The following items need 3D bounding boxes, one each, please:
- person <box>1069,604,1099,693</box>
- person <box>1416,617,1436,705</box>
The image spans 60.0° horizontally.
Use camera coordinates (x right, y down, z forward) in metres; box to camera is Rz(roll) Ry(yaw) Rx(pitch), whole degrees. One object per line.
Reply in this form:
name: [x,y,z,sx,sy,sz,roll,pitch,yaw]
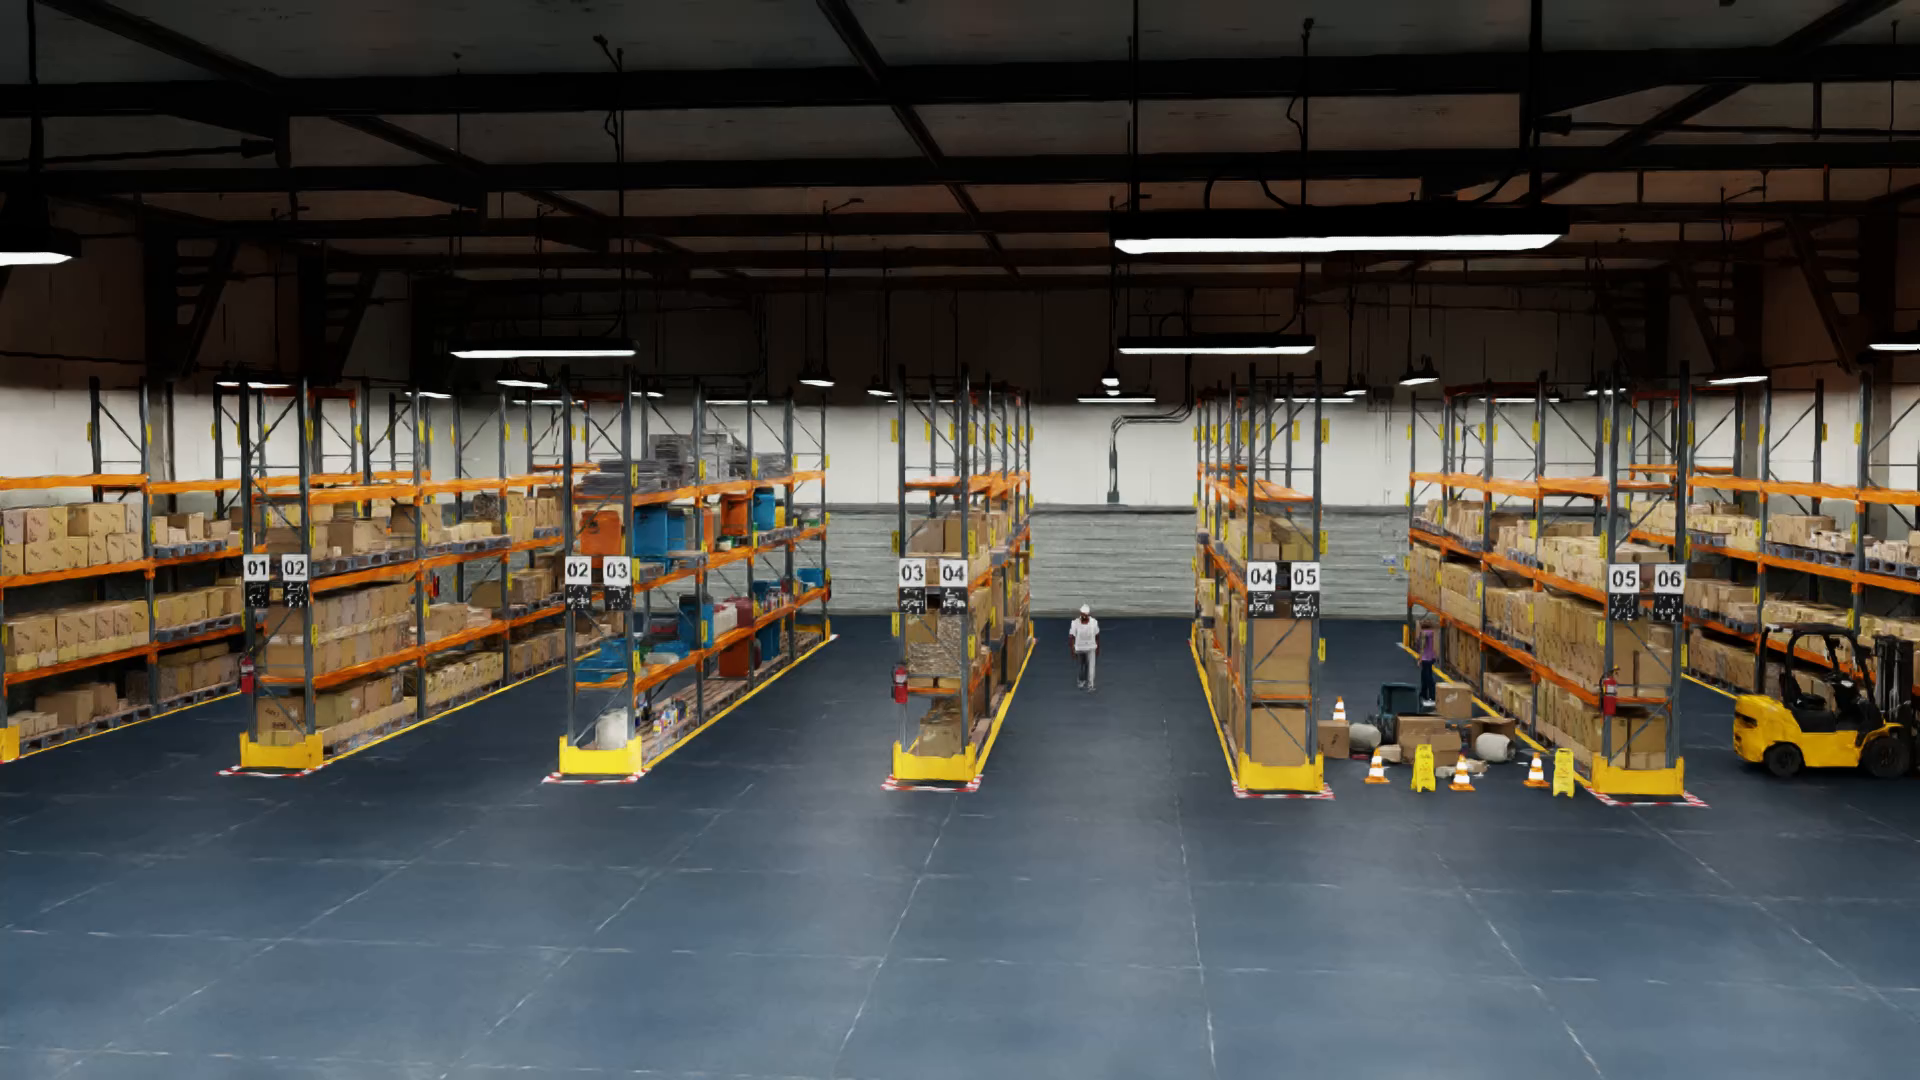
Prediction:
person: [2.405,2.081,32.120,0.583,1.682,1.111,0,4,4]
person: [8.596,2.224,30.754,0.536,1.579,0.534,2,4,30]
